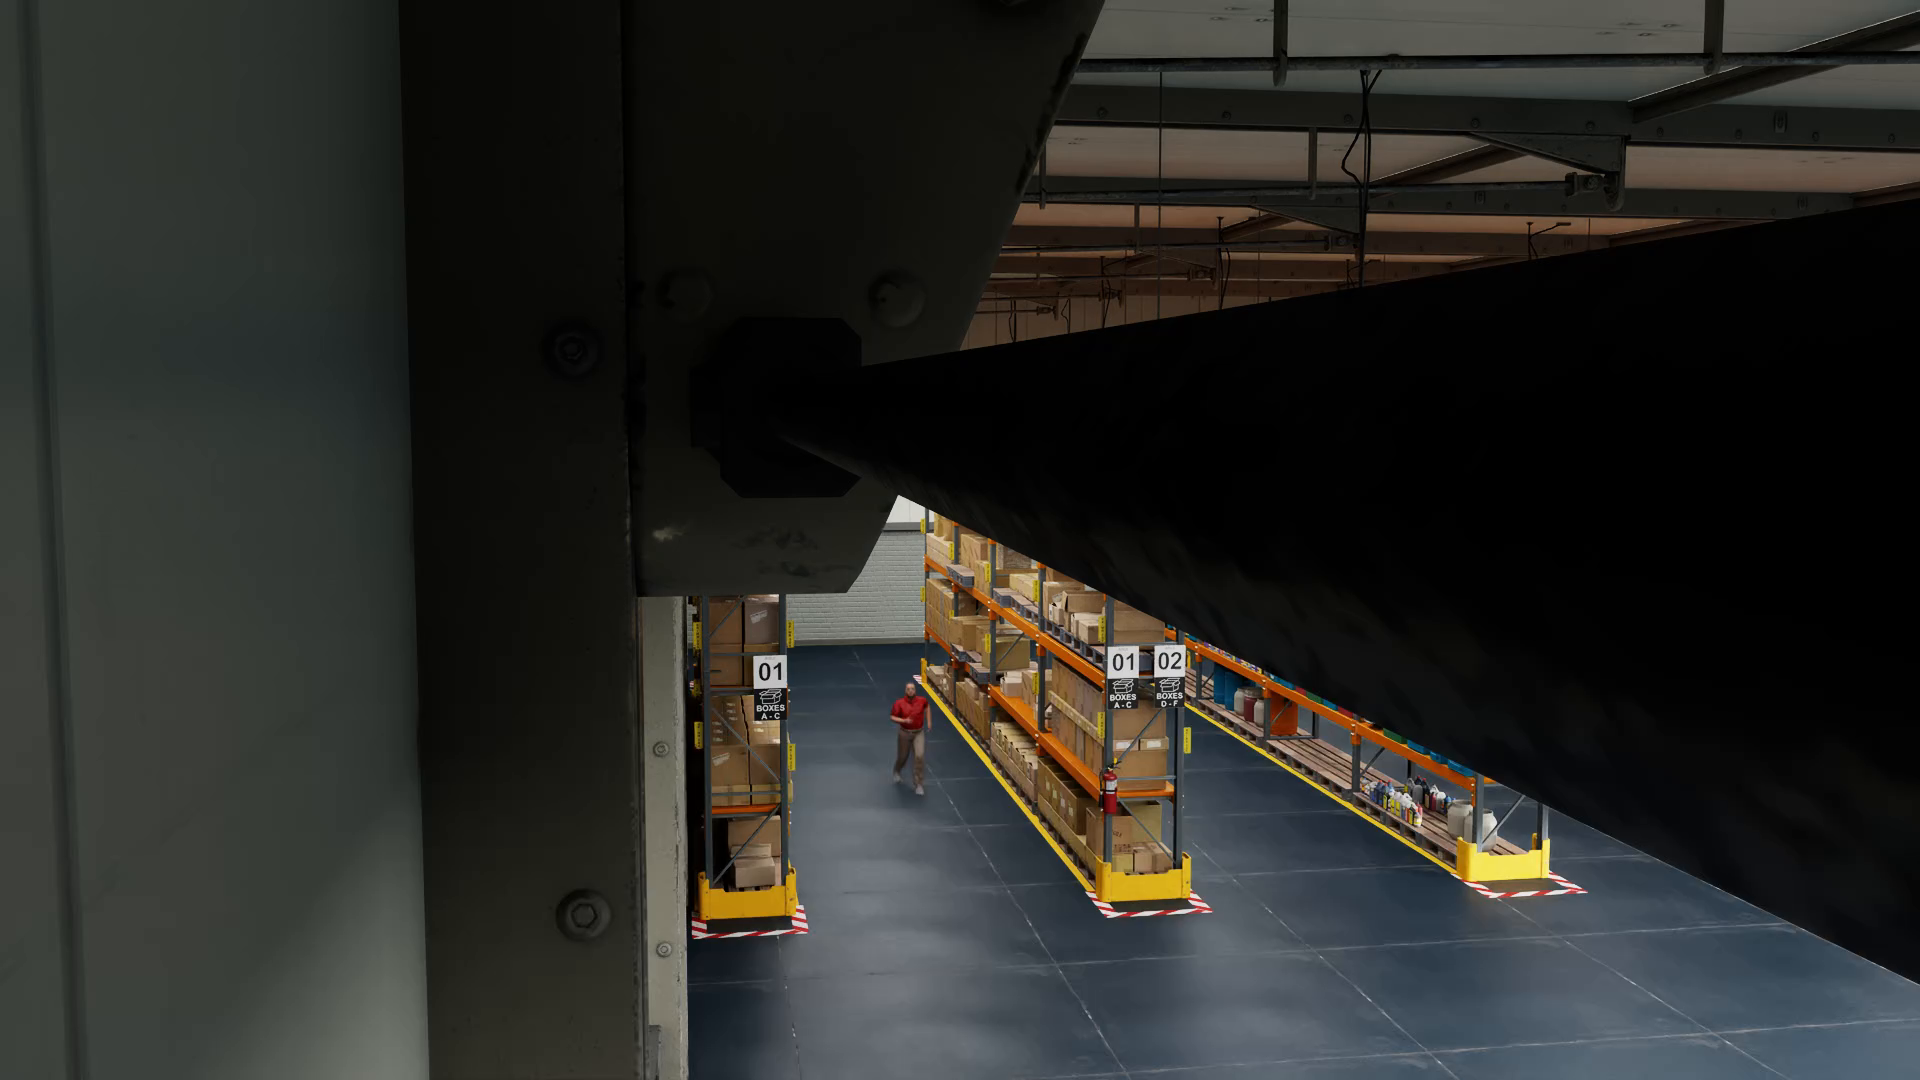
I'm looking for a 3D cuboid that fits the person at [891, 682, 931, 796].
[{"bbox_3d":[-0.790,3.137,26.584,0.671,1.769,0.964,-1,5,-12],"label":"person"}]
